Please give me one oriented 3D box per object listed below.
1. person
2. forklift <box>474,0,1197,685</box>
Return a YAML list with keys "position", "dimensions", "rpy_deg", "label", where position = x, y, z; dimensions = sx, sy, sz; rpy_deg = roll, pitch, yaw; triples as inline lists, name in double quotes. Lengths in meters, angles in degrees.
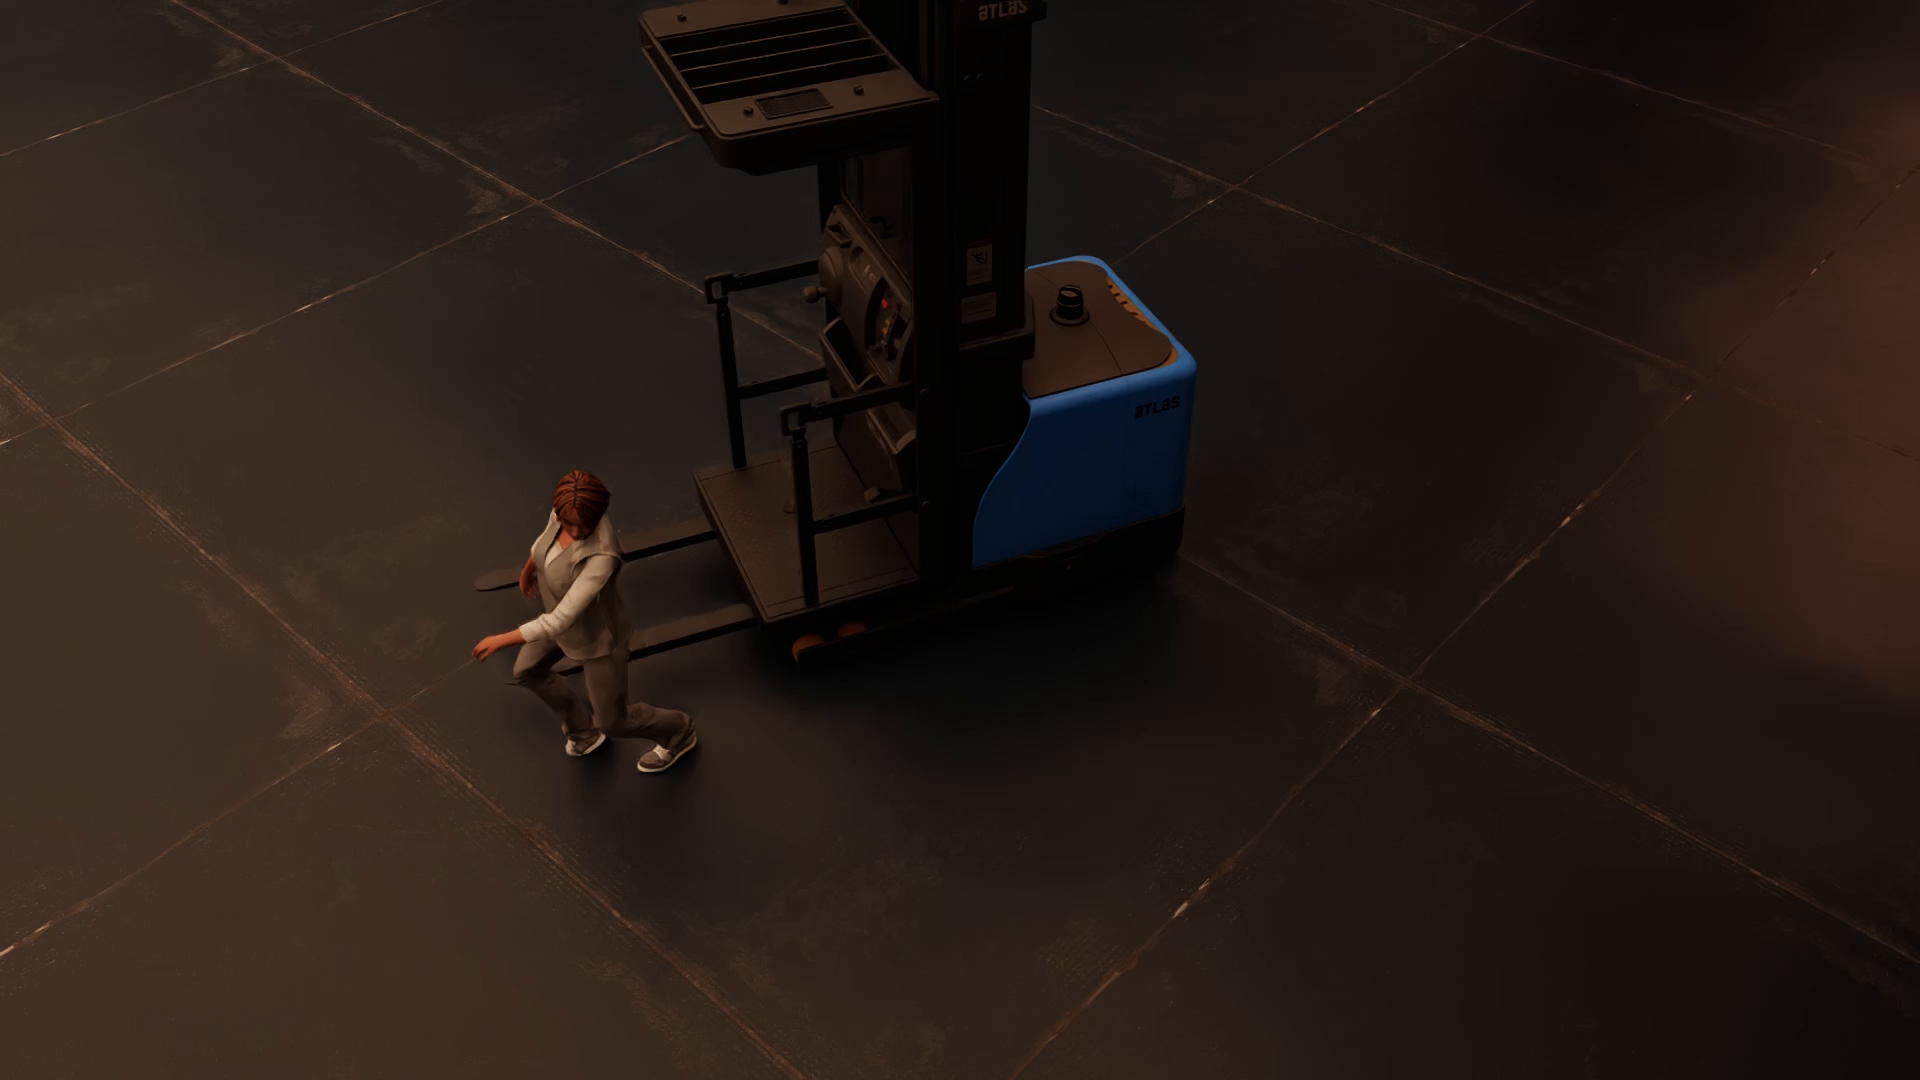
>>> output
- position: [-1.475, 0.337, 6.221]
  dimensions: [0.754, 1.578, 0.606]
  rpy_deg: [-27, 47, -28]
  label: "person"
- position: [-0.561, -0.949, 6.534]
  dimensions: [3.031, 2.935, 1.130]
  rpy_deg: [-15, 43, -17]
  label: "forklift"
